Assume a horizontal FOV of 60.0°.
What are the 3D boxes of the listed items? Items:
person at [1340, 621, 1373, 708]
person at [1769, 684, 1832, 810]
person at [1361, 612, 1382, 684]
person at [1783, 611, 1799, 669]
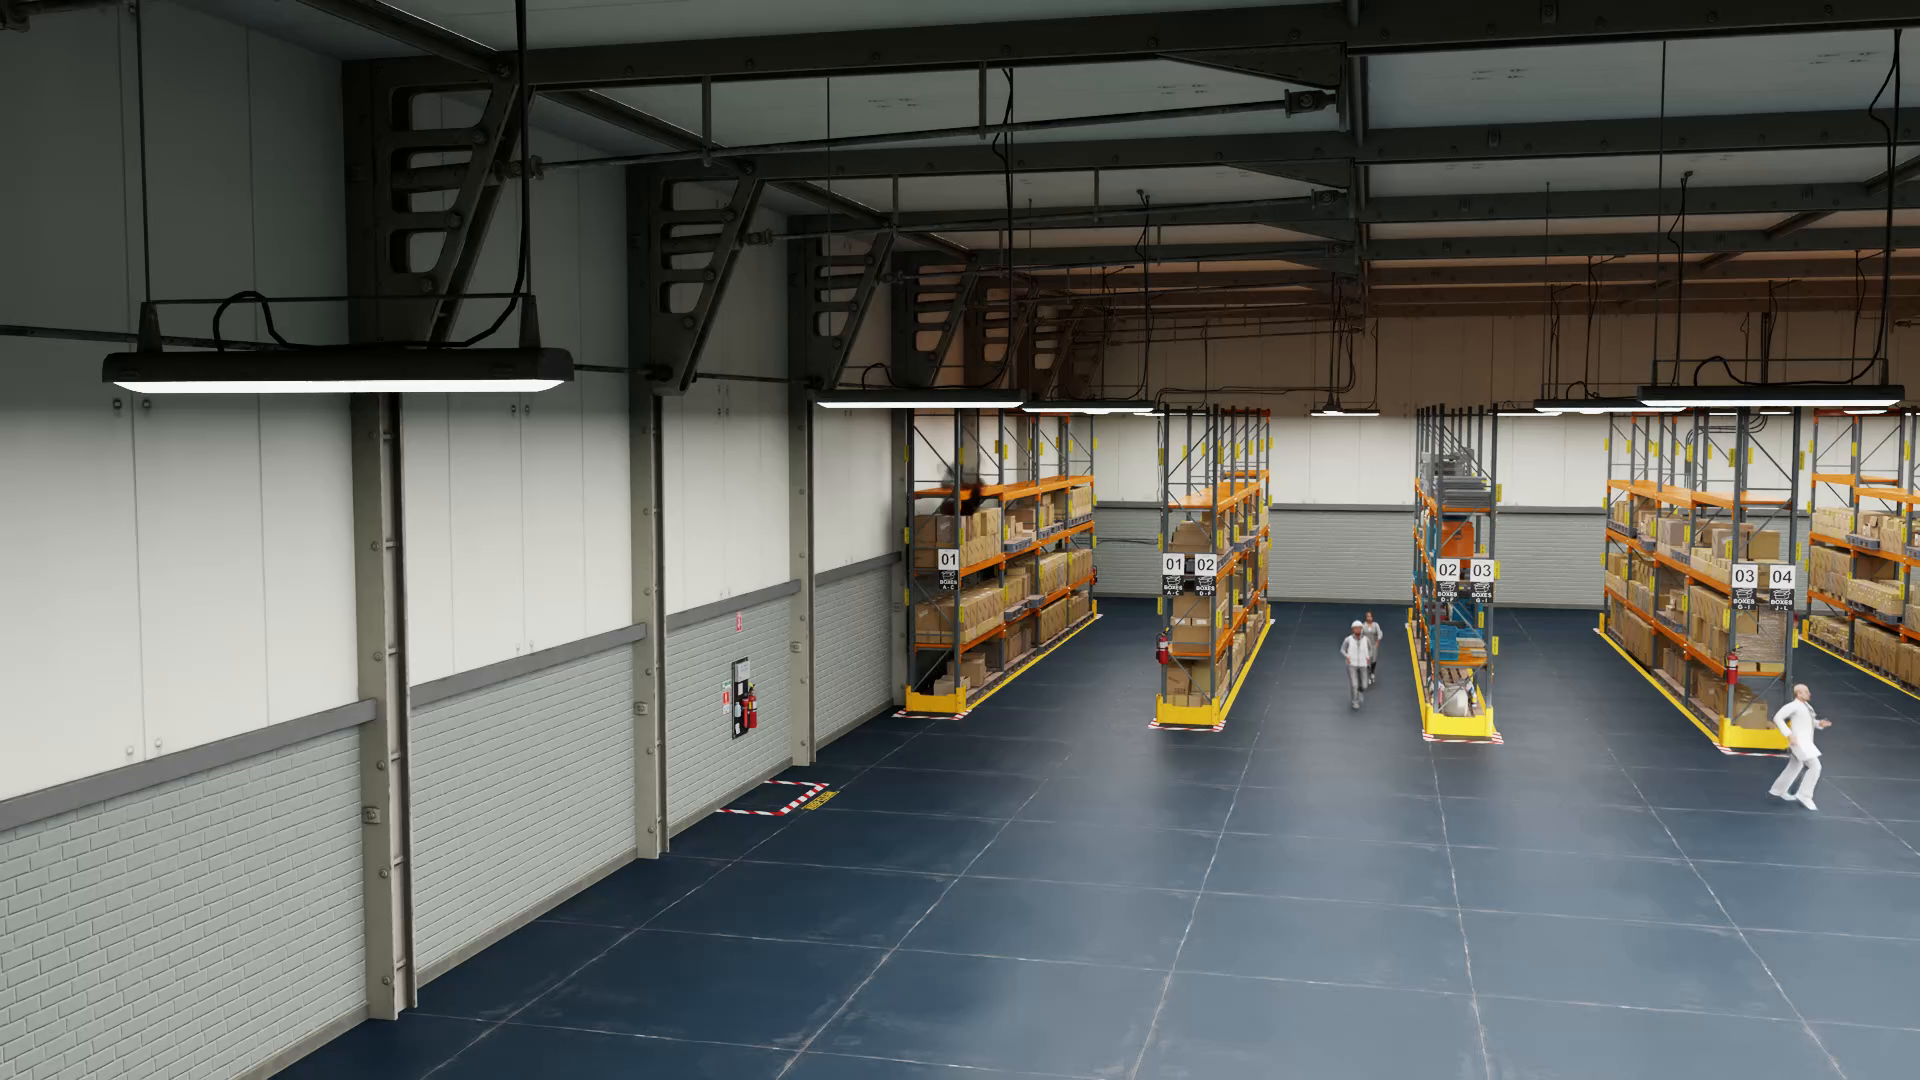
[{"bbox_3d":[7.864,2.463,32.935,0.657,1.722,0.609,0,4,5],"label":"person"},{"bbox_3d":[12.413,3.155,24.573,0.825,1.632,0.668,3,5,39],"label":"person"},{"bbox_3d":[8.818,2.328,35.791,0.524,1.558,0.537,1,4,13],"label":"person"},{"bbox_3d":[18.615,2.158,37.579,0.665,1.688,0.589,1,4,8],"label":"person"}]
